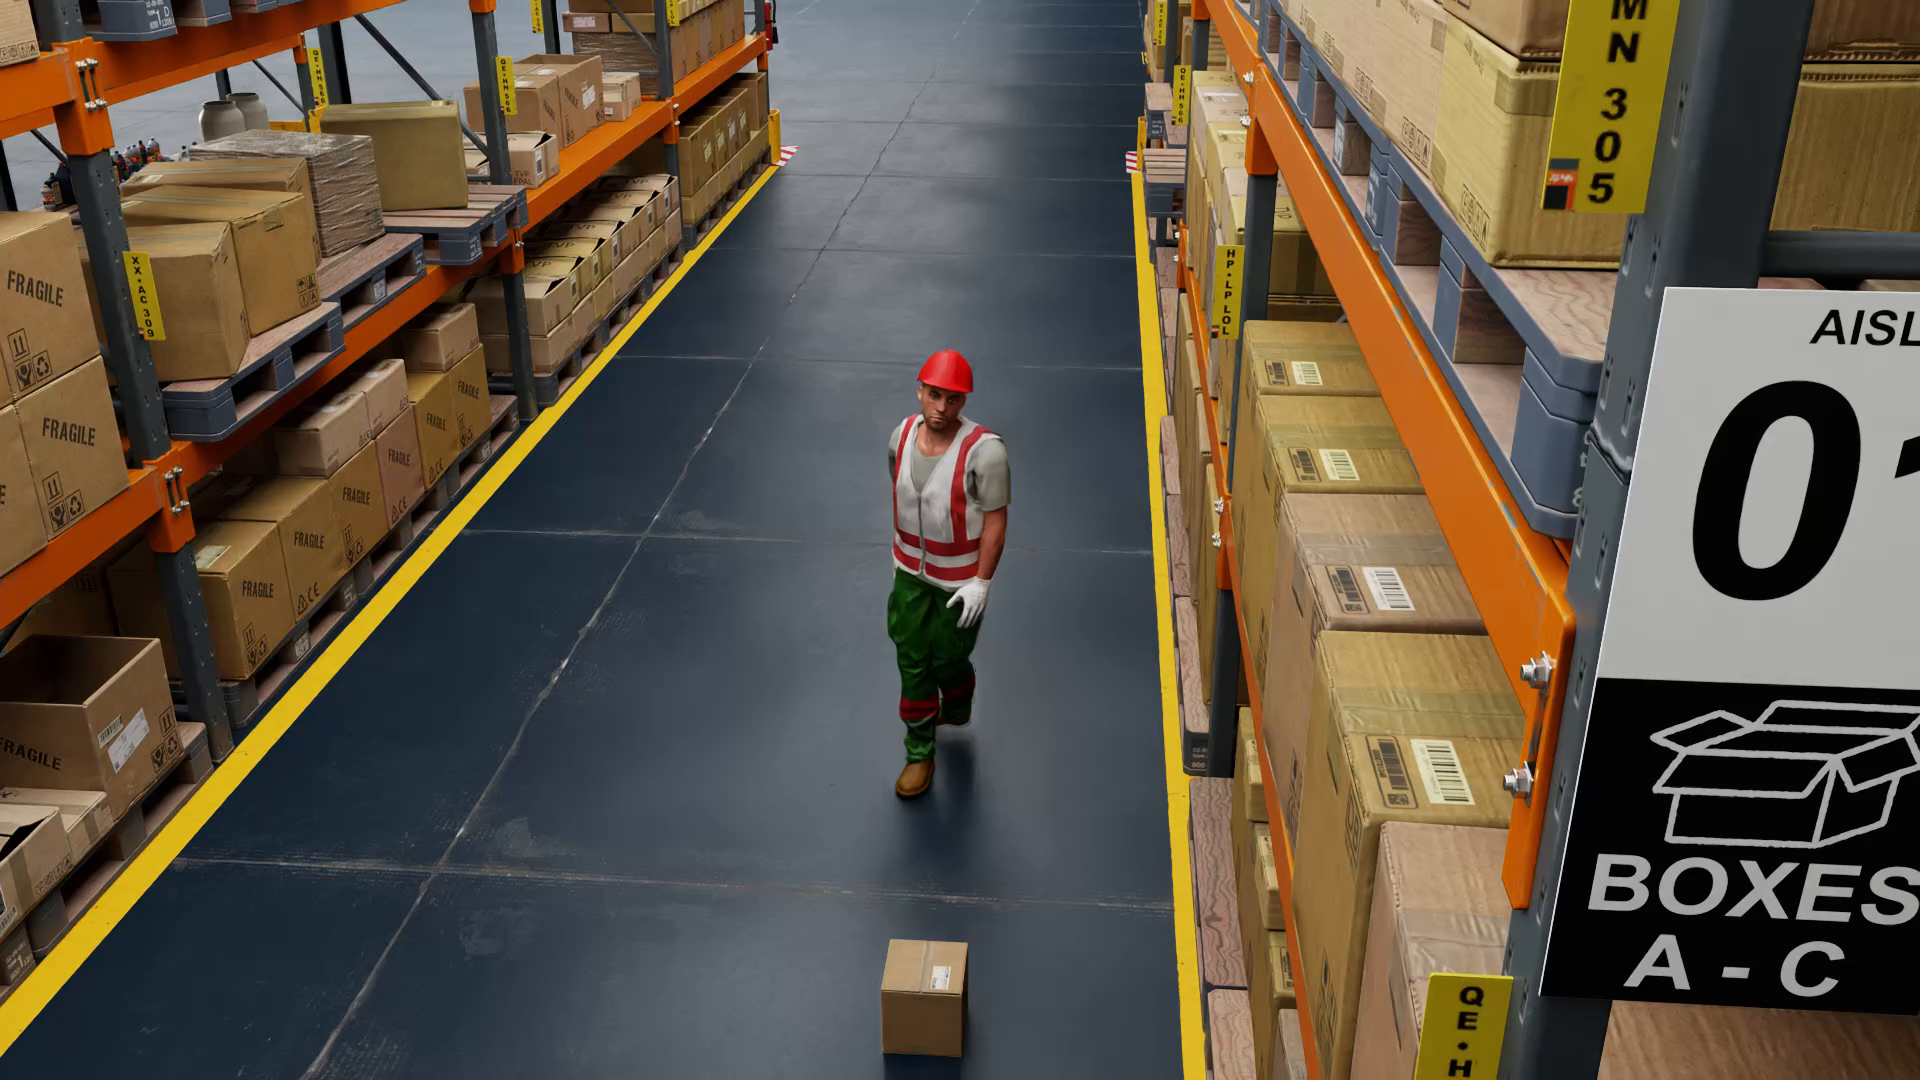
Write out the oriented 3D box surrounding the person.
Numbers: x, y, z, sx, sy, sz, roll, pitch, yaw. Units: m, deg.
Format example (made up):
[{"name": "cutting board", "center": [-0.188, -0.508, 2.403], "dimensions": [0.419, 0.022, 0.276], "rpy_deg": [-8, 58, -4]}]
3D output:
[{"name": "person", "center": [-0.050, 0.155, 6.196], "dimensions": [0.532, 1.777, 0.577], "rpy_deg": [5, 25, 11]}]
